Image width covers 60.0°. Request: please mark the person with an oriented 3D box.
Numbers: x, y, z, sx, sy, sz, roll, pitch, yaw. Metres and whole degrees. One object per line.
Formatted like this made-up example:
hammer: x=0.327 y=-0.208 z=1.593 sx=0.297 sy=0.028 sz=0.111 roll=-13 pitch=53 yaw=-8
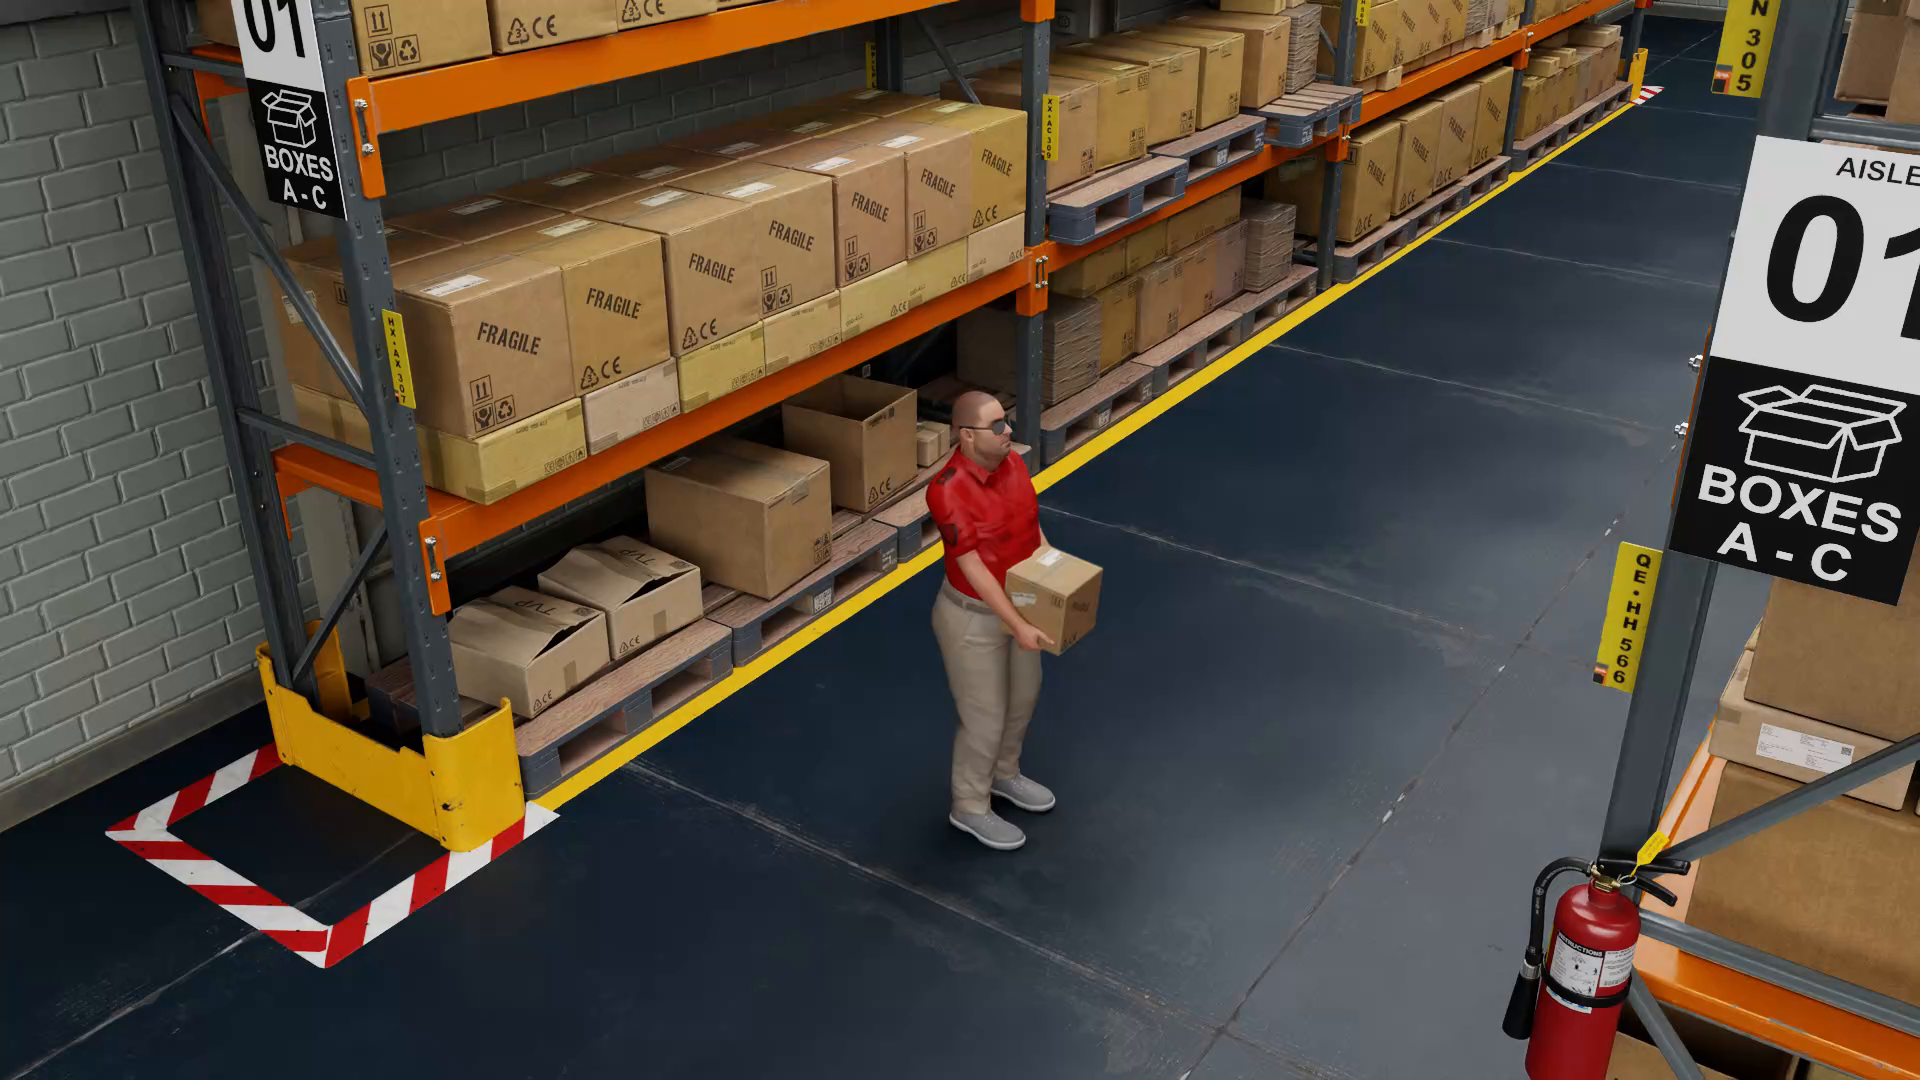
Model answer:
person: x=0.190 y=0.303 z=6.052 sx=0.536 sy=1.708 sz=0.494 roll=17 pitch=32 yaw=30
